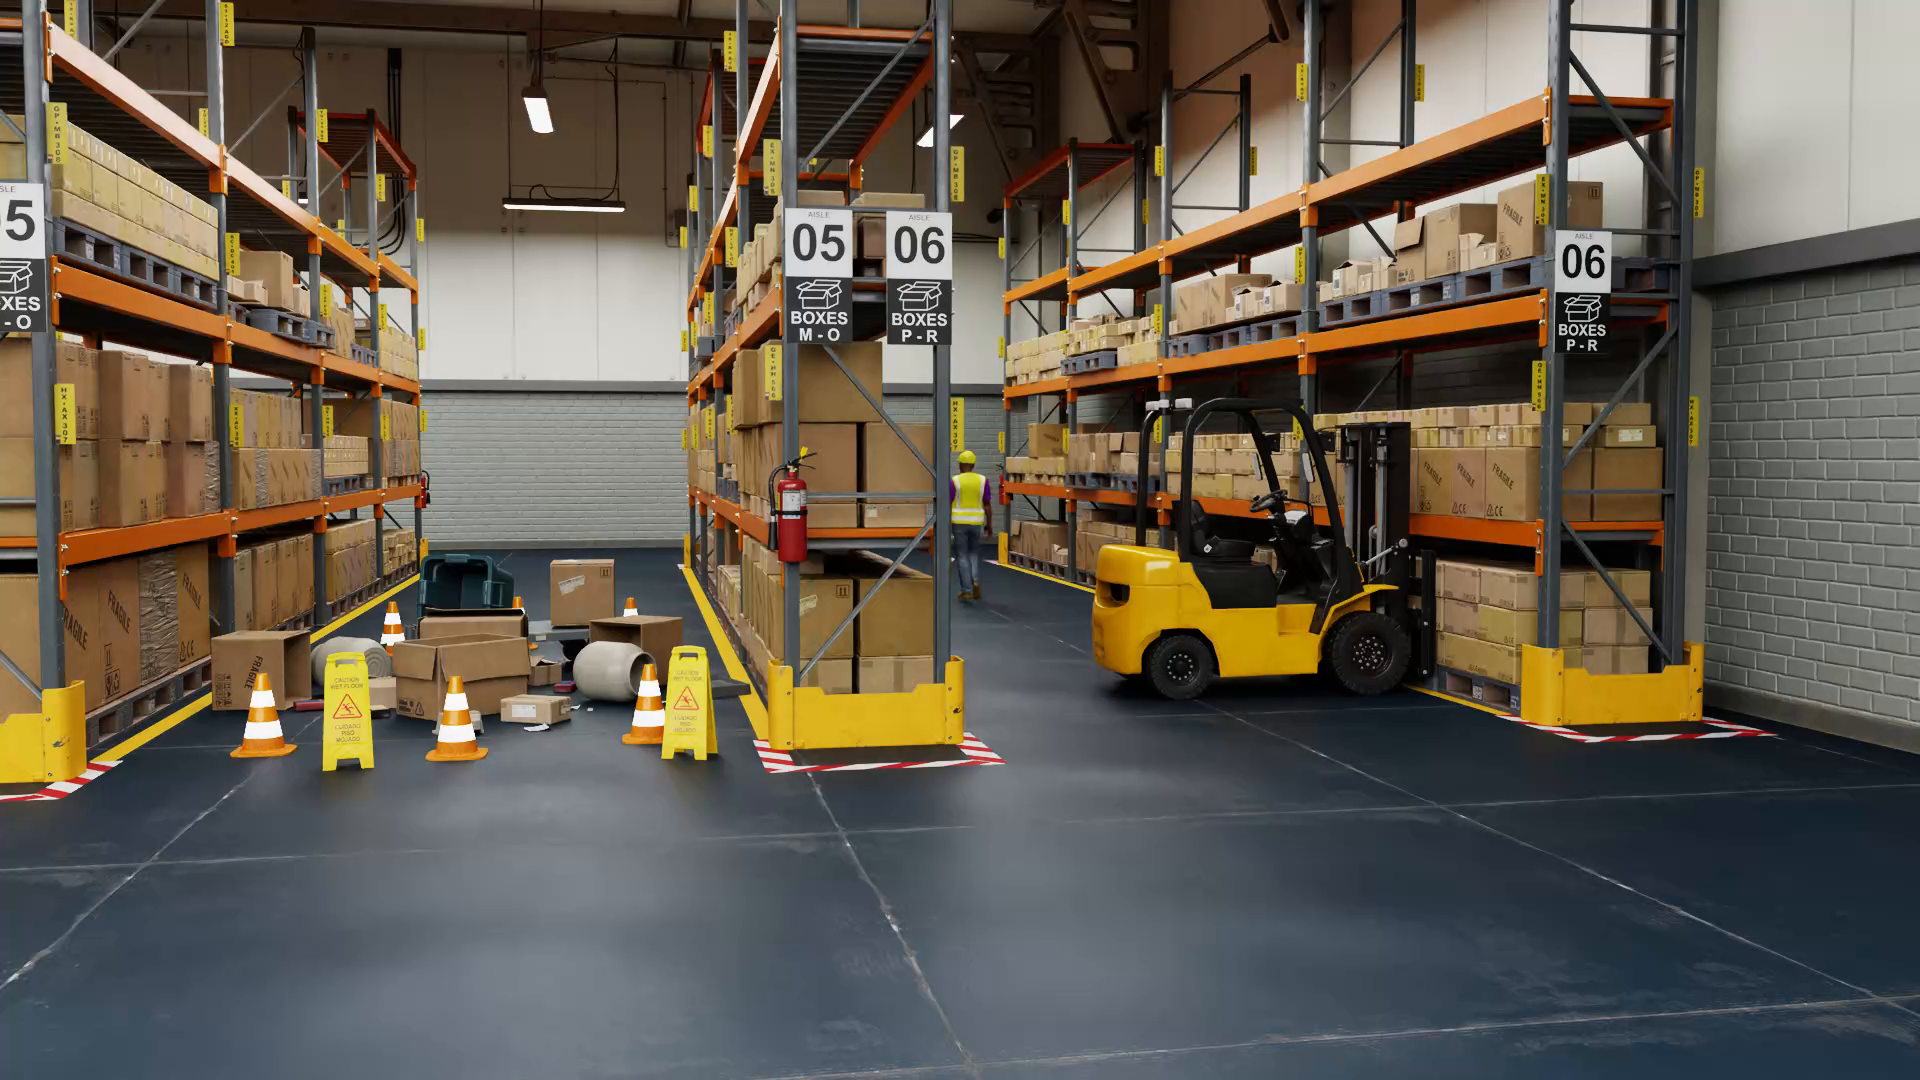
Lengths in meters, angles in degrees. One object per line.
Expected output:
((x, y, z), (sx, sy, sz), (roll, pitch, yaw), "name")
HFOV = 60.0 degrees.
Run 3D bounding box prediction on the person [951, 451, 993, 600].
((0.061, -0.166, 19.853), (0.608, 1.801, 0.477), (-1, 3, -21), "person")
